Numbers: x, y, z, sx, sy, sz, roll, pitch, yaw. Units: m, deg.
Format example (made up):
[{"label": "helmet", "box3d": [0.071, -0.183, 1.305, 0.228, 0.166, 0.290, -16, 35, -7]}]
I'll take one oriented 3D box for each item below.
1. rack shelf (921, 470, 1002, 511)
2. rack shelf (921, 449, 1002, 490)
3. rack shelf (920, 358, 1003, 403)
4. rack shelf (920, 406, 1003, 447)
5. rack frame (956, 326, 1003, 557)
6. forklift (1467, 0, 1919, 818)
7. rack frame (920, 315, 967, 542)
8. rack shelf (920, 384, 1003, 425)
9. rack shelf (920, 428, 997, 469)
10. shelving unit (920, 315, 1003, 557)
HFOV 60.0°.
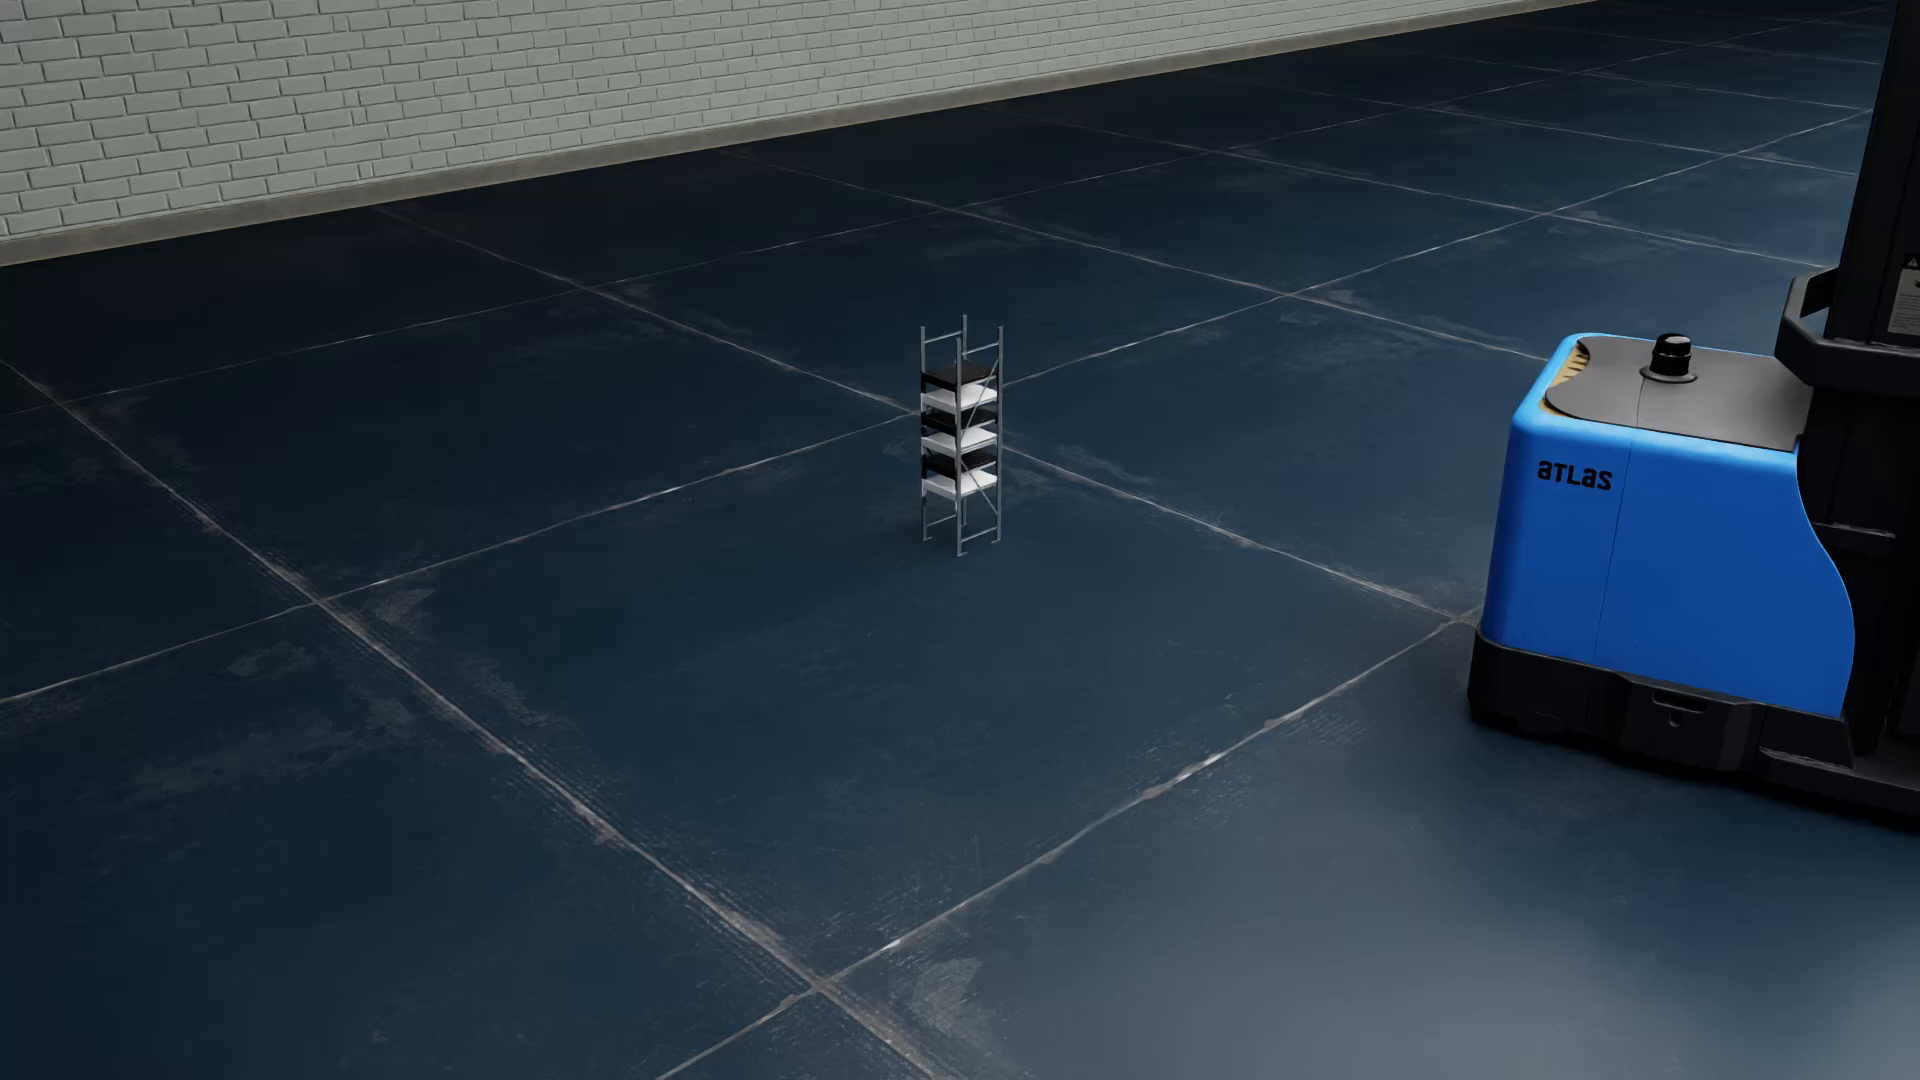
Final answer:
[{"label": "rack shelf", "box3d": [0.006, -0.213, 6.646, 0.258, 0.077, 0.200, -21, 32, -38]}, {"label": "rack shelf", "box3d": [0.006, -0.295, 6.609, 0.258, 0.077, 0.200, -21, 32, -38]}, {"label": "rack shelf", "box3d": [0.006, -0.622, 6.460, 0.258, 0.077, 0.200, -21, 32, -38]}, {"label": "rack shelf", "box3d": [0.006, -0.459, 6.534, 0.258, 0.077, 0.200, -21, 32, -38]}, {"label": "rack frame", "box3d": [0.075, -0.376, 6.490, 0.240, 0.900, 0.006, -21, 32, -38]}, {"label": "forklift", "box3d": [3.208, -0.628, 4.595, 3.031, 2.935, 1.130, 12, 27, 25]}, {"label": "rack frame", "box3d": [-0.064, -0.438, 6.625, 0.240, 0.900, 0.006, -21, 32, -38]}, {"label": "rack shelf", "box3d": [0.006, -0.540, 6.497, 0.258, 0.077, 0.200, -21, 32, -38]}, {"label": "rack shelf", "box3d": [0.006, -0.377, 6.572, 0.258, 0.077, 0.200, -21, 32, -38]}, {"label": "shelving unit", "box3d": [0.006, -0.407, 6.558, 0.258, 0.900, 0.210, -21, 32, -38]}]
